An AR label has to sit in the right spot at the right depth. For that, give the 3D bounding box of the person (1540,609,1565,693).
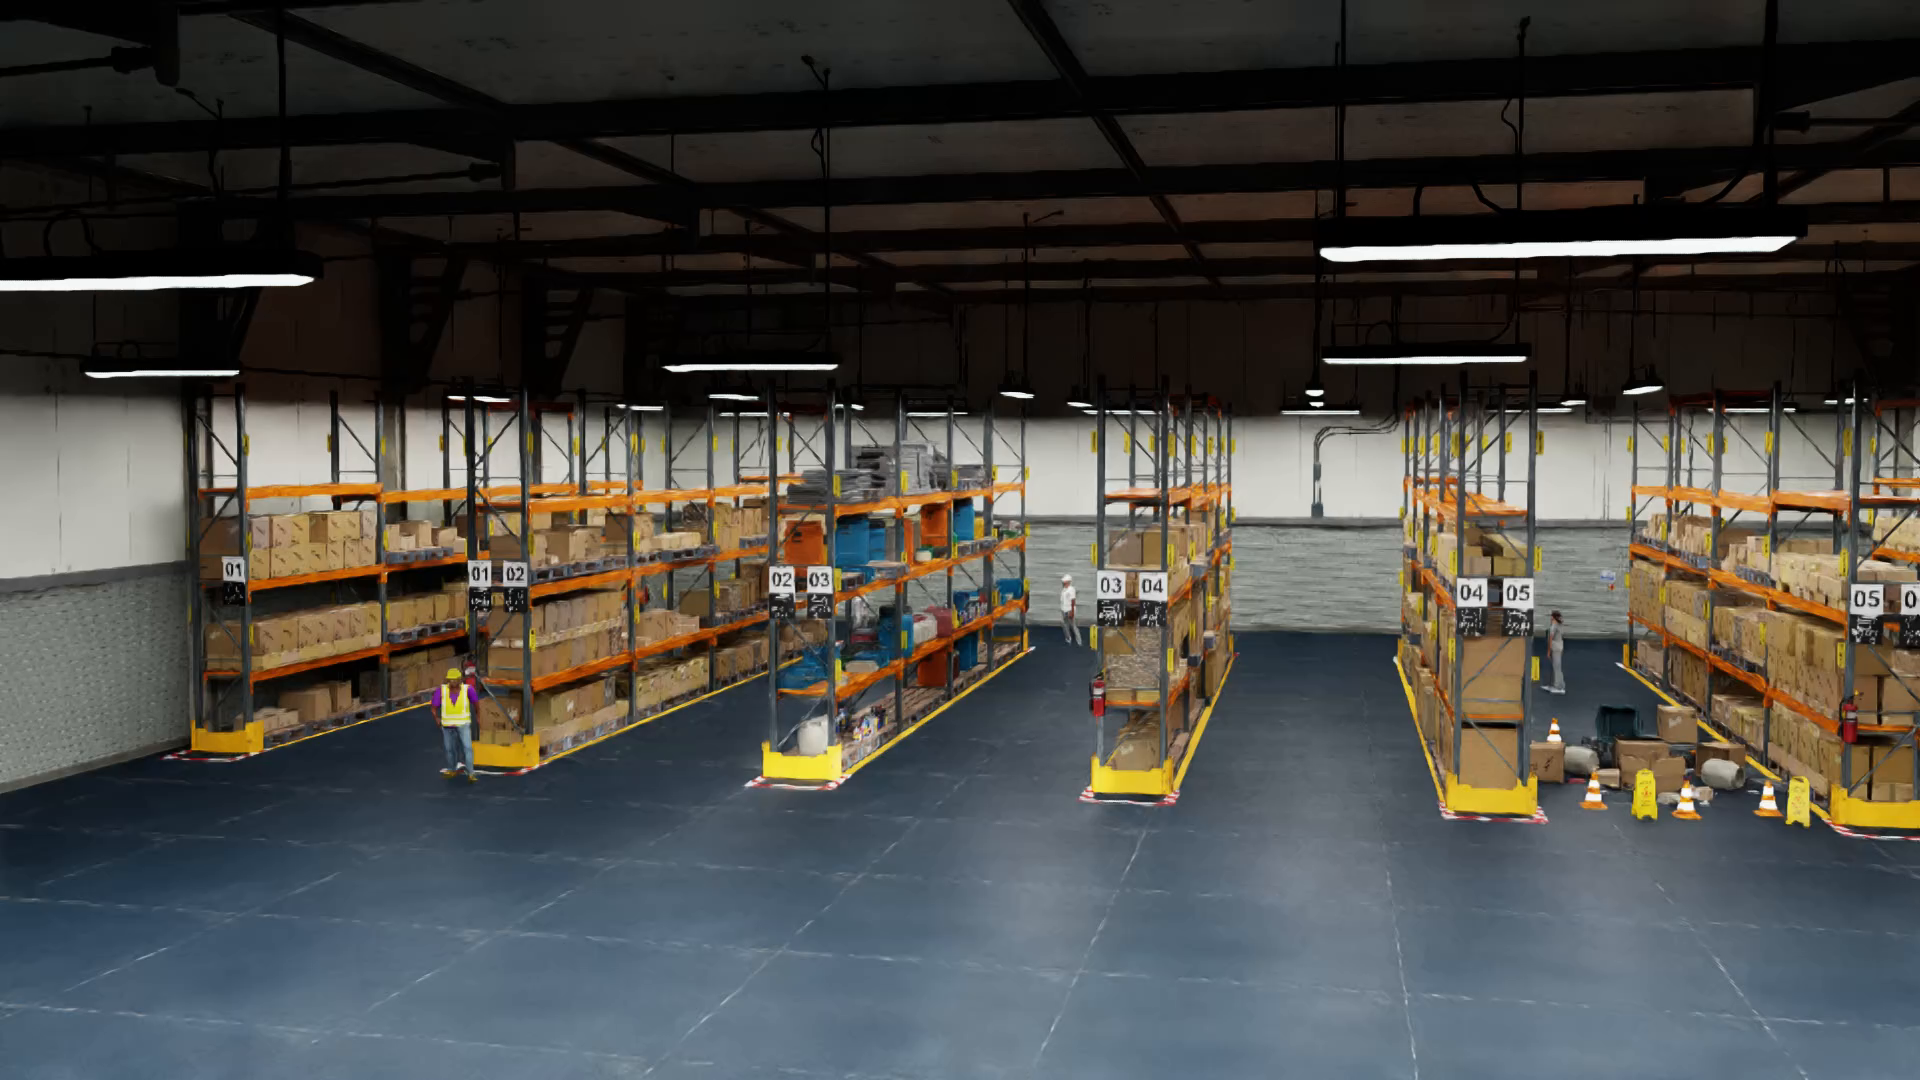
[{"bbox_3d":[11.996,2.230,33.606,0.565,1.667,0.546,3,4,39],"label":"person"}]

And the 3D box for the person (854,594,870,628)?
[{"bbox_3d":[-2.420,1.850,40.507,0.487,1.667,0.583,1,3,21],"label":"person"}]

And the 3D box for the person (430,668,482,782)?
[{"bbox_3d":[-7.487,2.728,24.730,0.713,1.698,0.809,0,3,-6],"label":"person"}]

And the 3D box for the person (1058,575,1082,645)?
[{"bbox_3d":[2.768,1.756,41.585,0.550,1.758,0.662,-1,3,-16],"label":"person"}]
